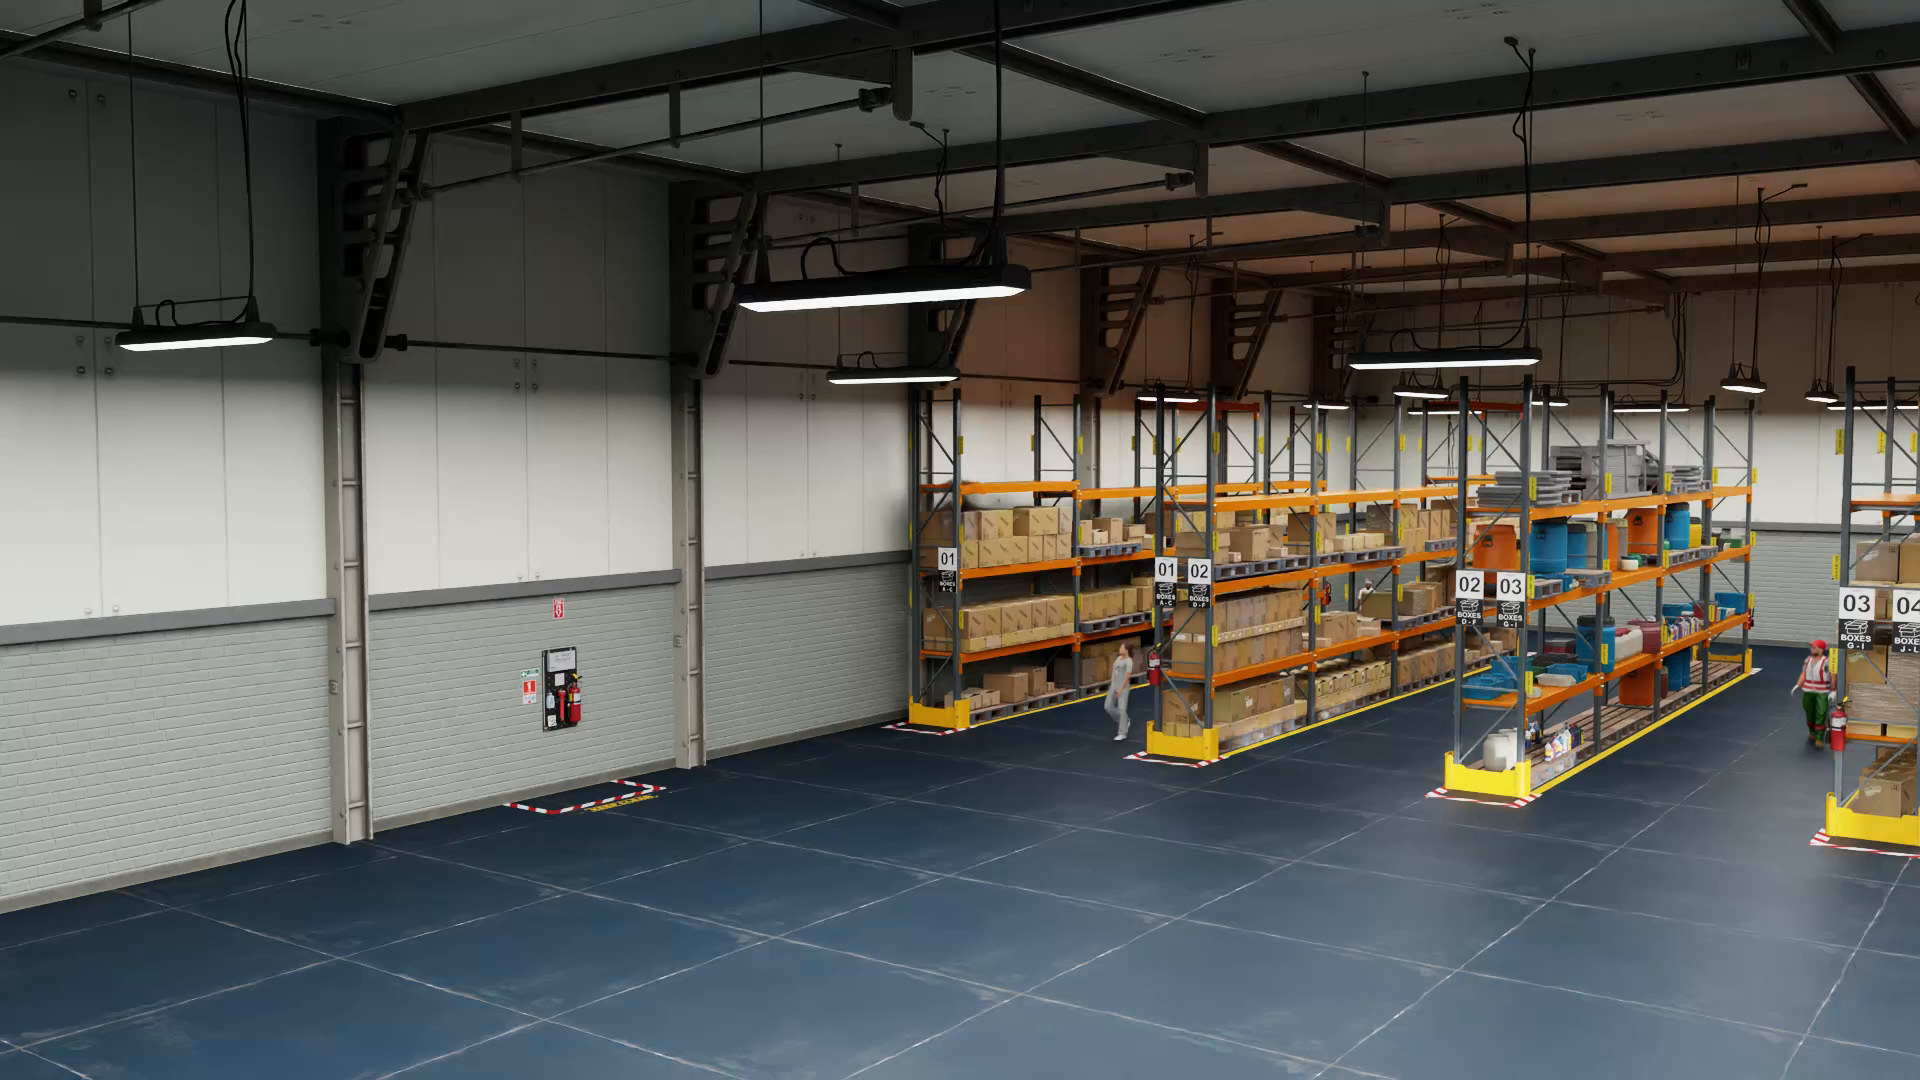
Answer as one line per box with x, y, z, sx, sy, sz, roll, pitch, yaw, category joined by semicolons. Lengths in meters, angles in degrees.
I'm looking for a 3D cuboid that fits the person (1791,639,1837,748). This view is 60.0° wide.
14.237;2.530;27.721;0.674;1.743;0.975;2;4;33;person

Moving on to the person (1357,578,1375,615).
10.353;1.775;42.156;0.556;1.629;1.025;0;3;6;person

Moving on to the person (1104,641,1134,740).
2.711;2.556;28.333;0.531;1.664;0.530;3;4;42;person
